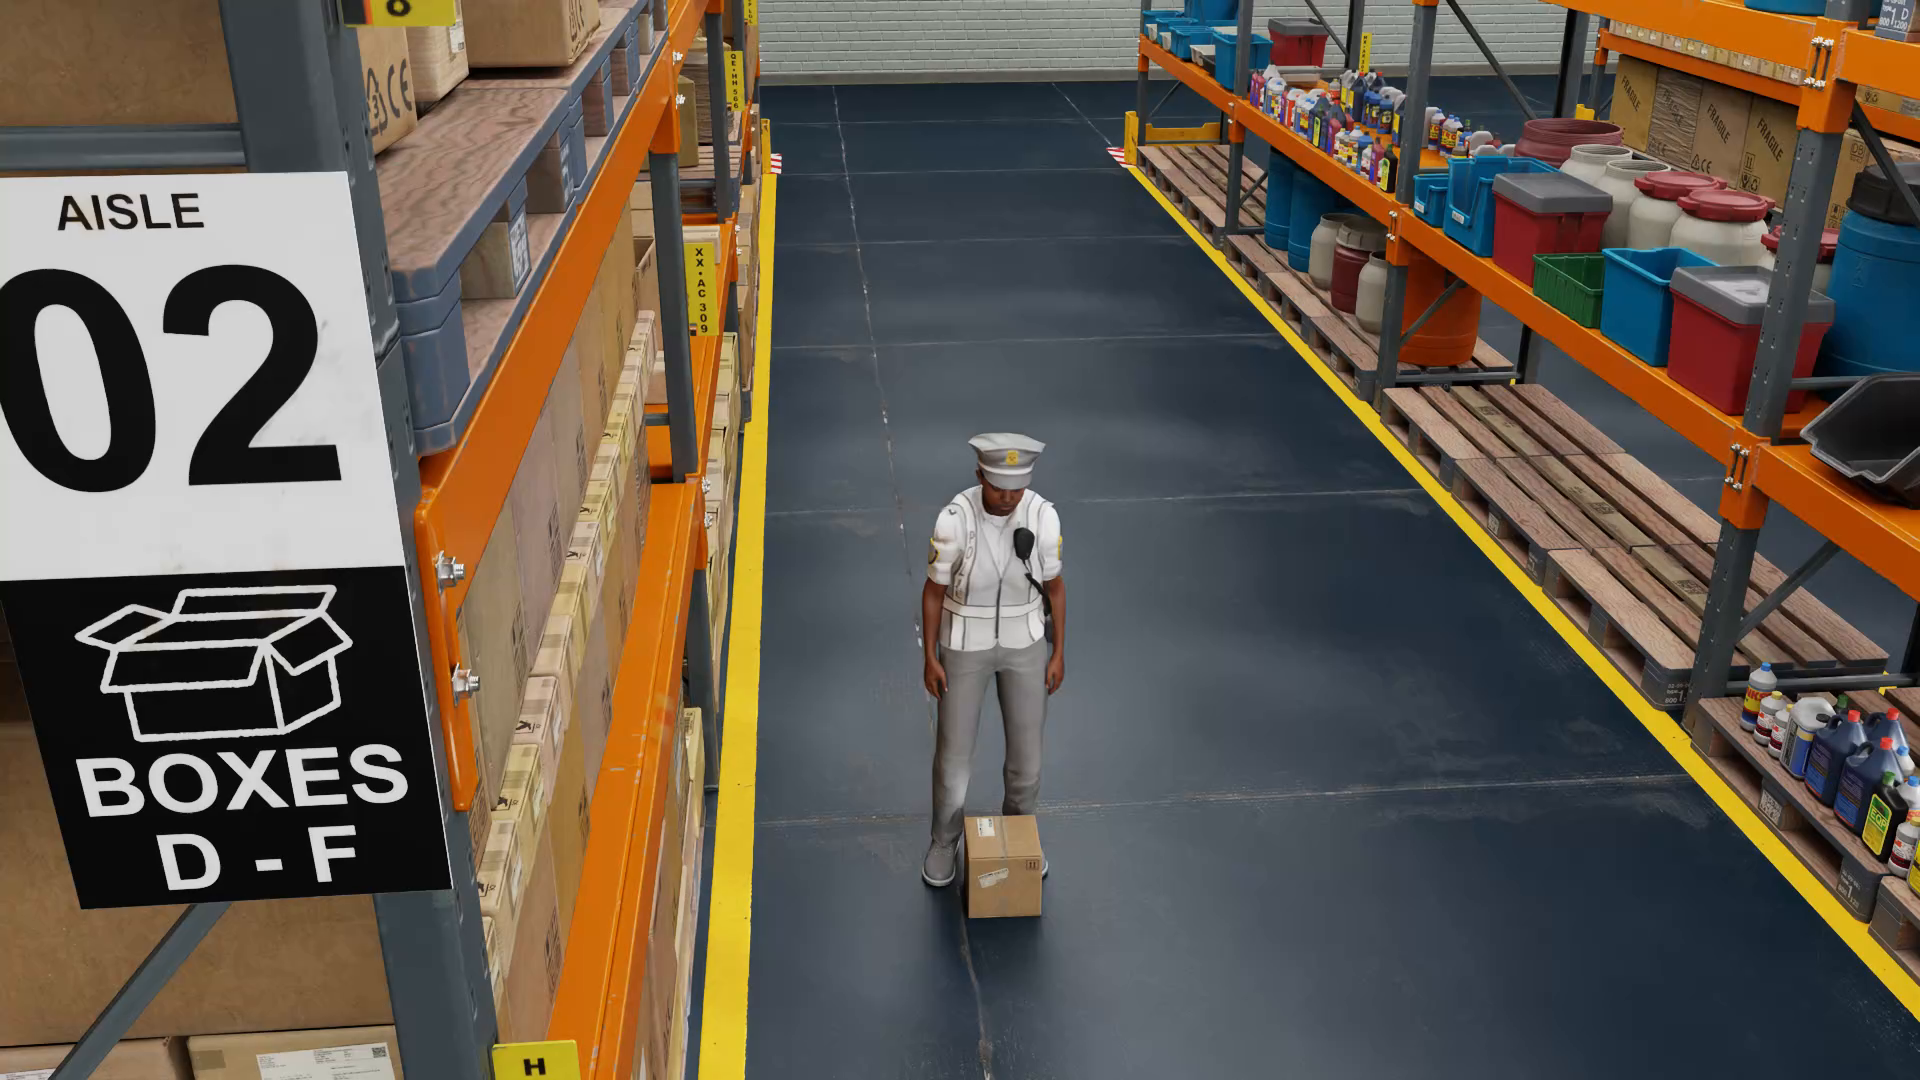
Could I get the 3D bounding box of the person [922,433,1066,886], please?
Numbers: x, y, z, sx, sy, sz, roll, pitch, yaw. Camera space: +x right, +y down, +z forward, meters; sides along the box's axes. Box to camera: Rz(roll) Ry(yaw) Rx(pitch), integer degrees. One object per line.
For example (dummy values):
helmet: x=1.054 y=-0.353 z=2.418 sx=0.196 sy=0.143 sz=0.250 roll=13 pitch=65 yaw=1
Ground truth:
person: x=0.111 y=0.398 z=5.703 sx=0.512 sy=1.657 sz=0.399 roll=-2 pitch=24 yaw=-6
